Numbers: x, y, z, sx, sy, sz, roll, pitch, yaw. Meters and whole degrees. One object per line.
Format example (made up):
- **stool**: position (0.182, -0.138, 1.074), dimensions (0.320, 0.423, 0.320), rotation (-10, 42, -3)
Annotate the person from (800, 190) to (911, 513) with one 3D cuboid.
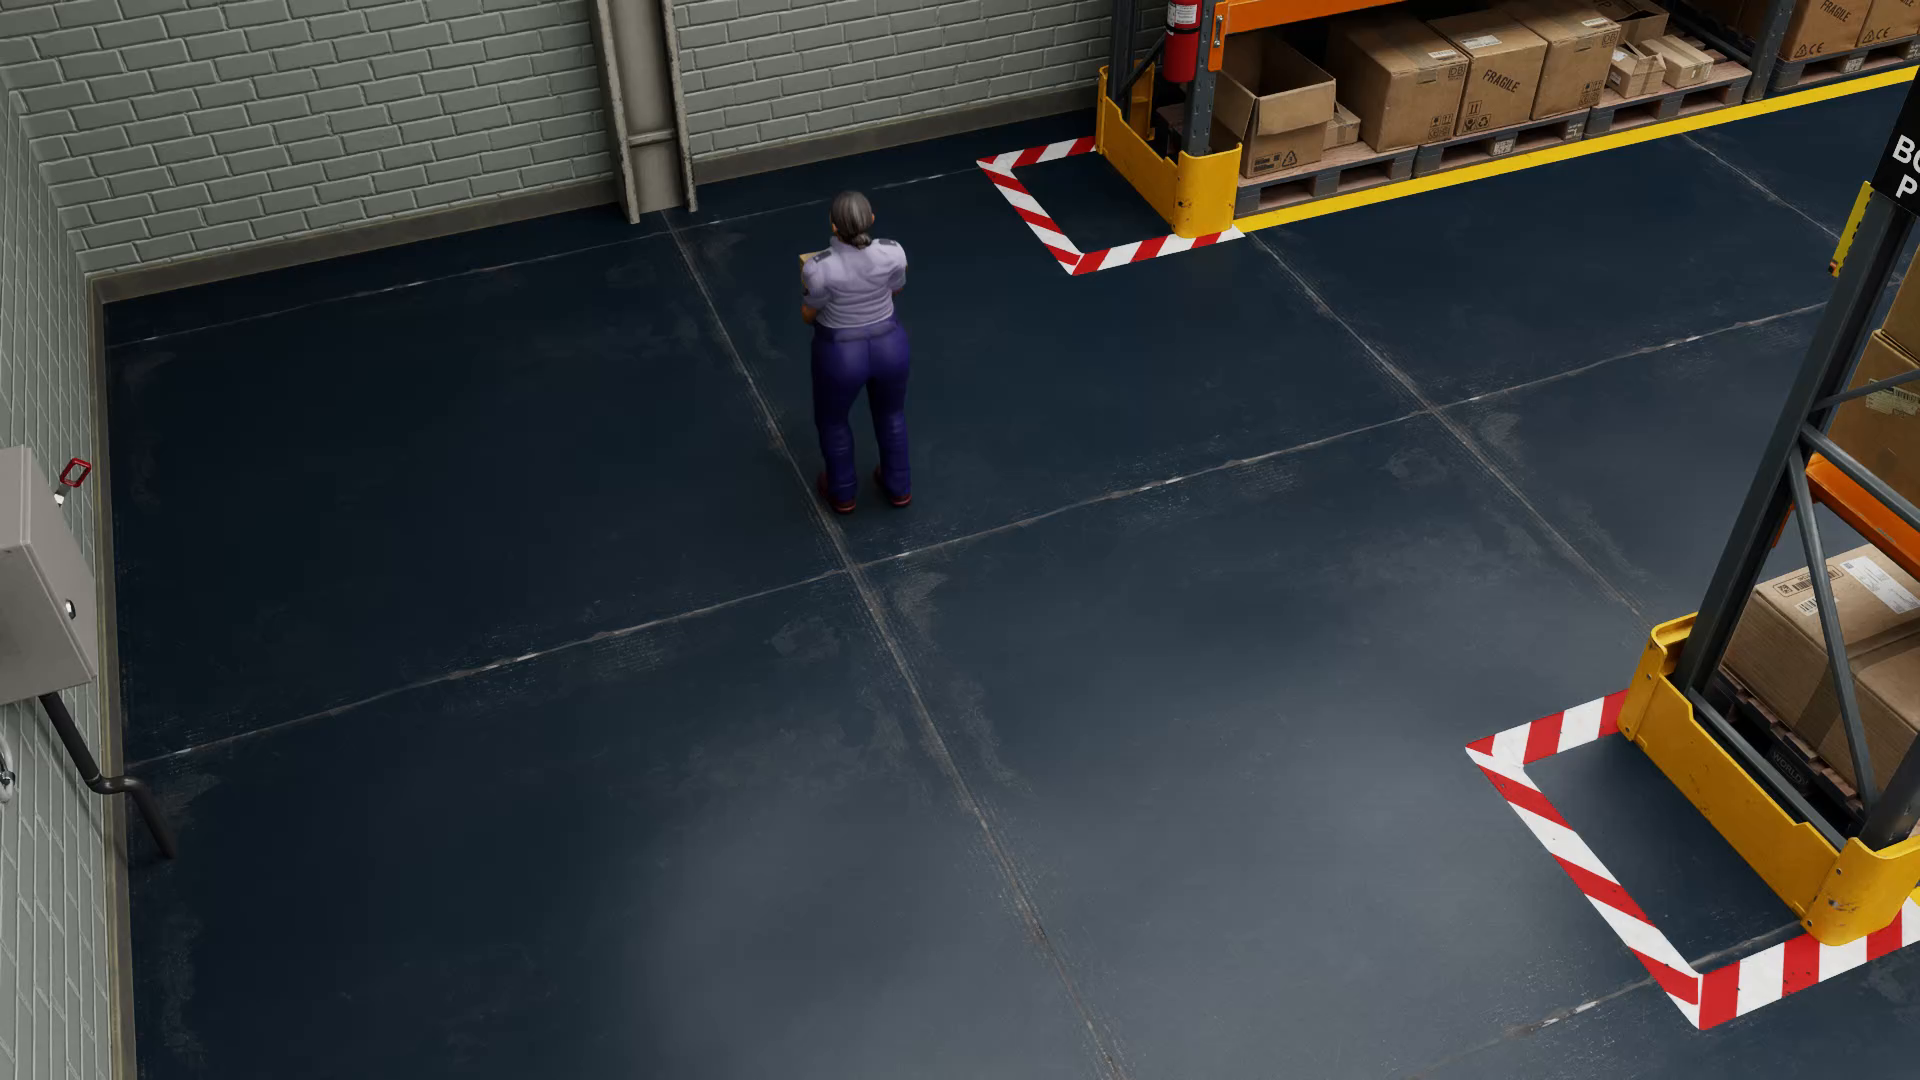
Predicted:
- **person**: position (-0.464, -0.834, 7.106), dimensions (0.452, 1.634, 0.524), rotation (-15, 44, -16)
